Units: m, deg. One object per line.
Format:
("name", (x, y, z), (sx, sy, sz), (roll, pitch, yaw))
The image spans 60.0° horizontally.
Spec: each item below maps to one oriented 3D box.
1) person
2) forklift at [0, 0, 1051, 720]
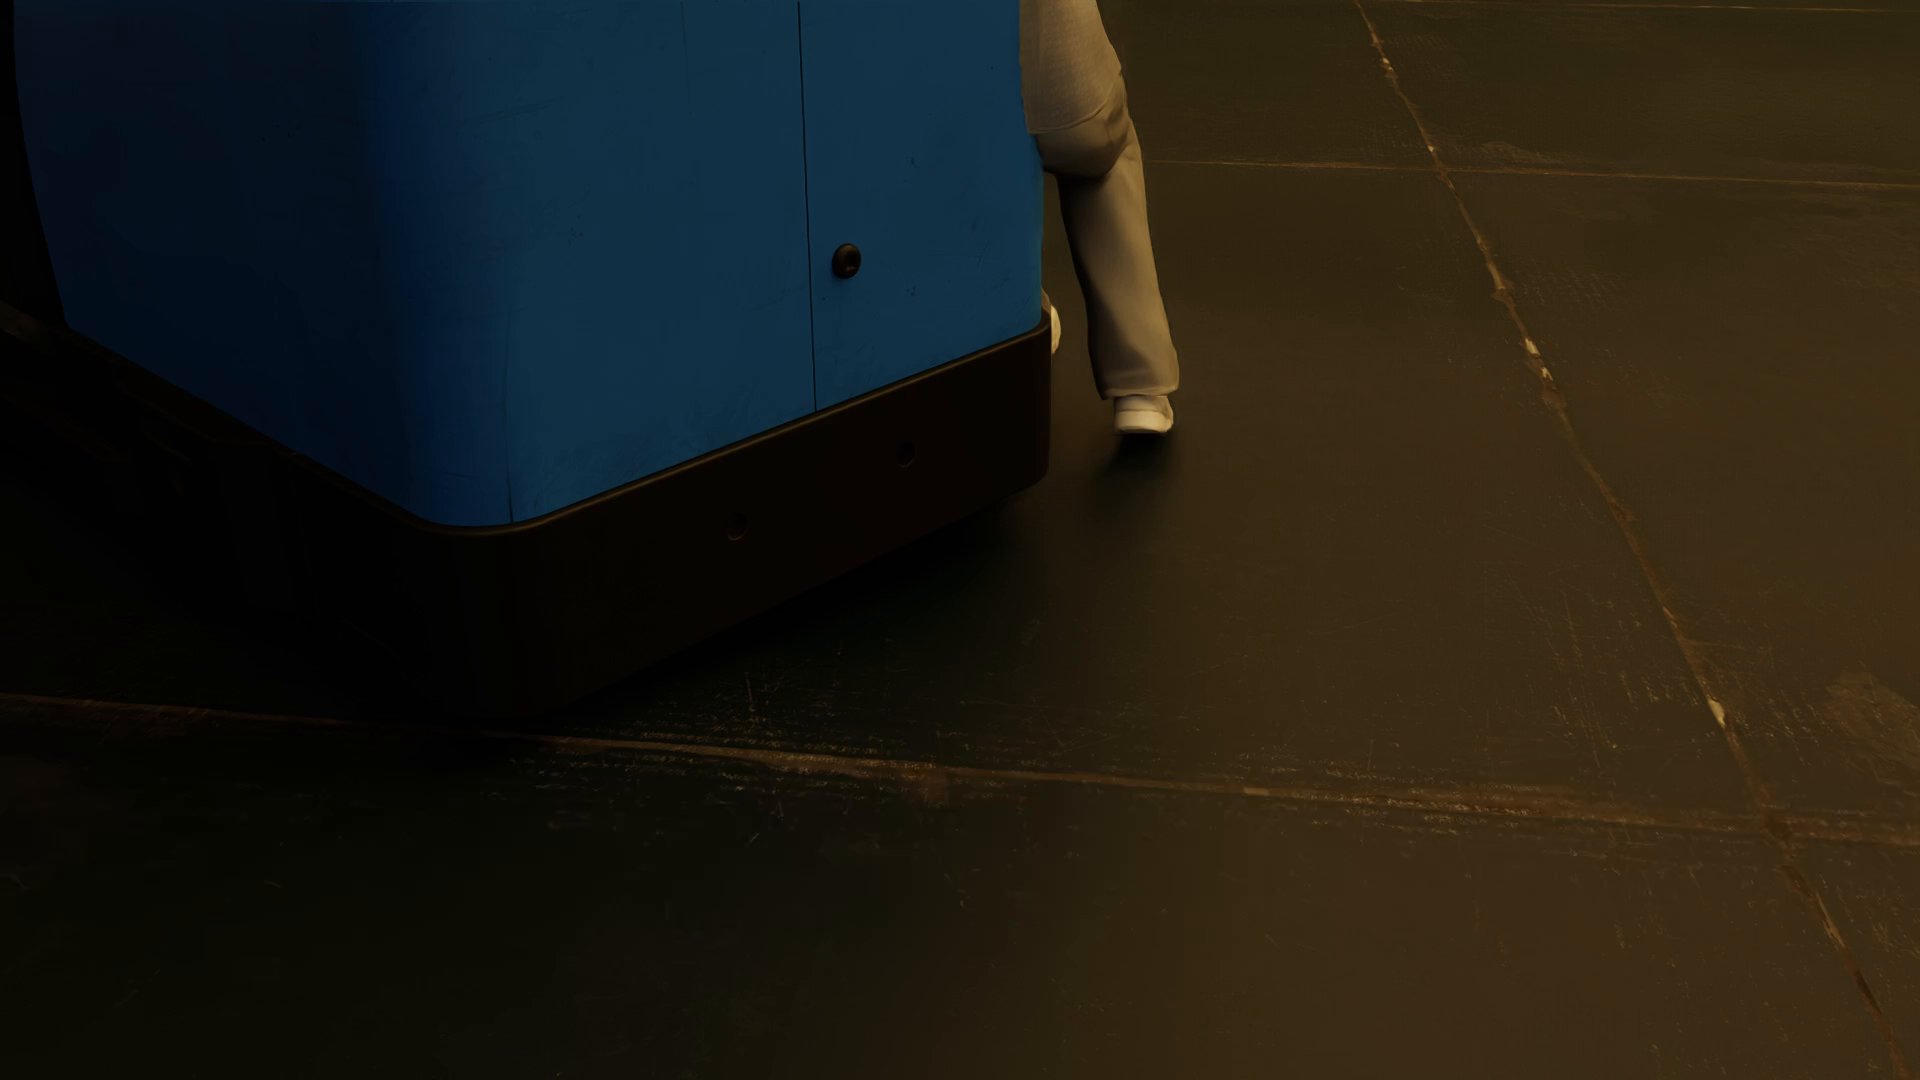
("person", (0.049, -0.805, 2.612), (0.677, 1.468, 0.881), (1, 27, 1))
("forklift", (-1.291, -1.649, 2.522), (3.031, 2.935, 1.130), (22, 34, 37))
